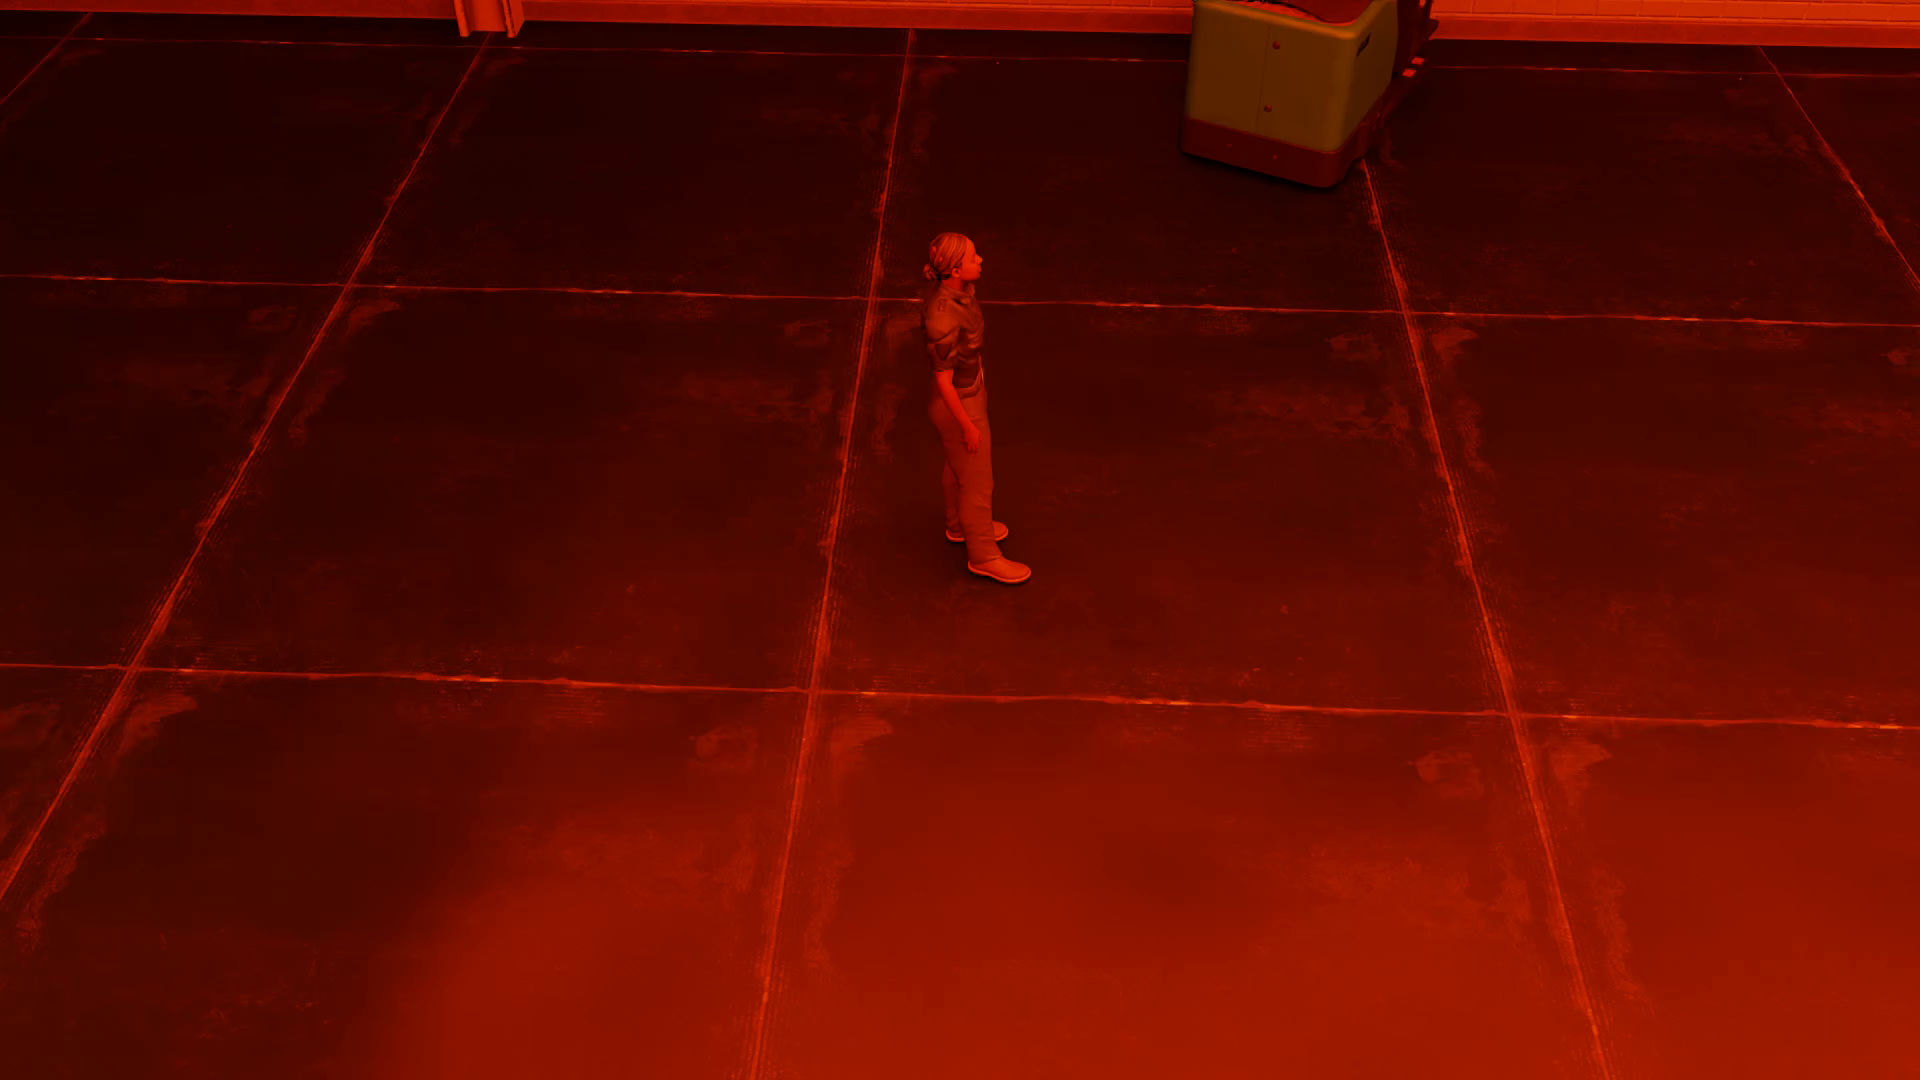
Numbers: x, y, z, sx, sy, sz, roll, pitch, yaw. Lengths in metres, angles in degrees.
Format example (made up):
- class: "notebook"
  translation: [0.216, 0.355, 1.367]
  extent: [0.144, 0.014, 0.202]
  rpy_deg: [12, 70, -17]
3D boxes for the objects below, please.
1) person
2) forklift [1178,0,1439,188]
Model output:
- class: "person"
  translation: [0.087, -0.600, 7.336]
  extent: [0.503, 1.656, 0.569]
  rpy_deg: [2, 42, 2]
- class: "forklift"
  translation: [2.534, -4.222, 10.367]
  extent: [1.130, 2.935, 3.031]
  rpy_deg: [20, 46, 21]
